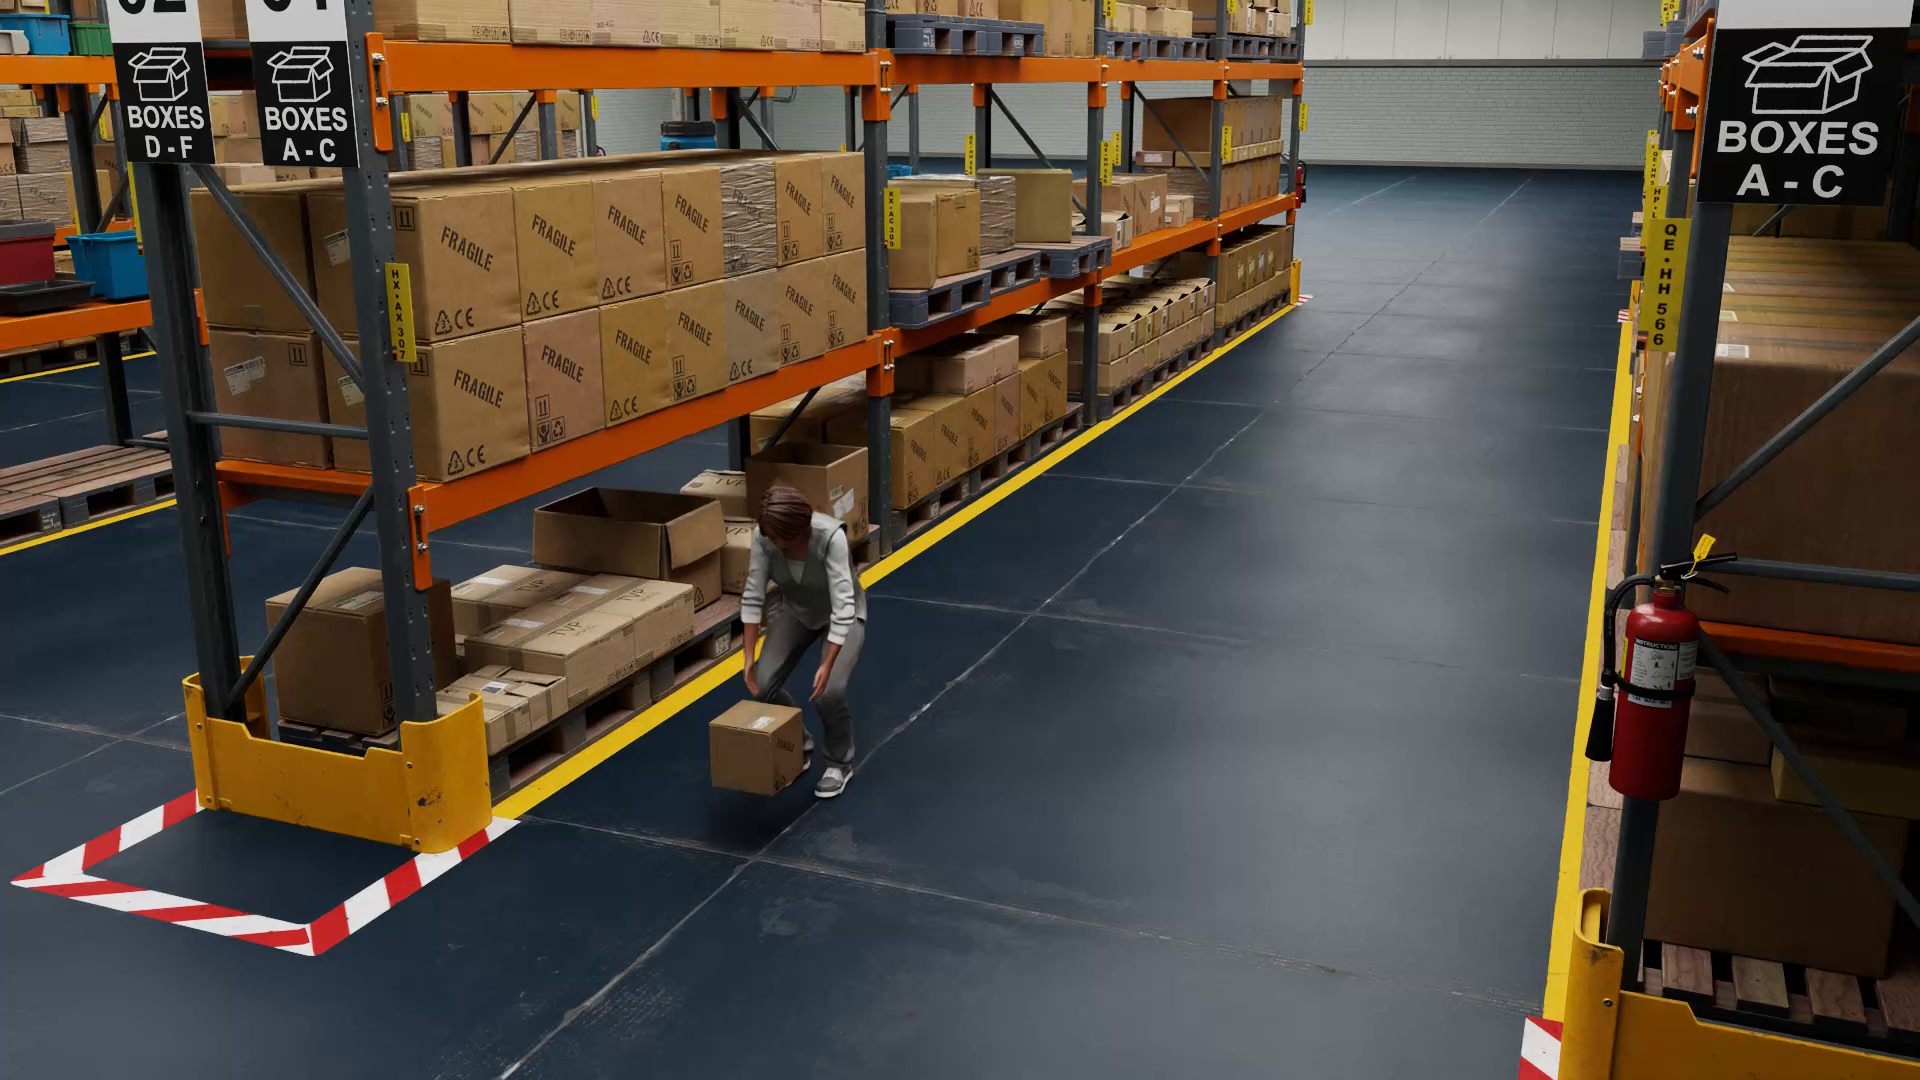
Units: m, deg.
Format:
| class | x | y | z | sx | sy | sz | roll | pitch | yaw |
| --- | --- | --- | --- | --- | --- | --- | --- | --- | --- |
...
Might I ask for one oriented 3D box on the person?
| class | x | y | z | sx | sy | sz | roll | pitch | yaw |
| --- | --- | --- | --- | --- | --- | --- | --- | --- | --- |
| person | -0.566 | 0.369 | 6.370 | 0.463 | 1.257 | 0.671 | 6 | 17 | 21 |
